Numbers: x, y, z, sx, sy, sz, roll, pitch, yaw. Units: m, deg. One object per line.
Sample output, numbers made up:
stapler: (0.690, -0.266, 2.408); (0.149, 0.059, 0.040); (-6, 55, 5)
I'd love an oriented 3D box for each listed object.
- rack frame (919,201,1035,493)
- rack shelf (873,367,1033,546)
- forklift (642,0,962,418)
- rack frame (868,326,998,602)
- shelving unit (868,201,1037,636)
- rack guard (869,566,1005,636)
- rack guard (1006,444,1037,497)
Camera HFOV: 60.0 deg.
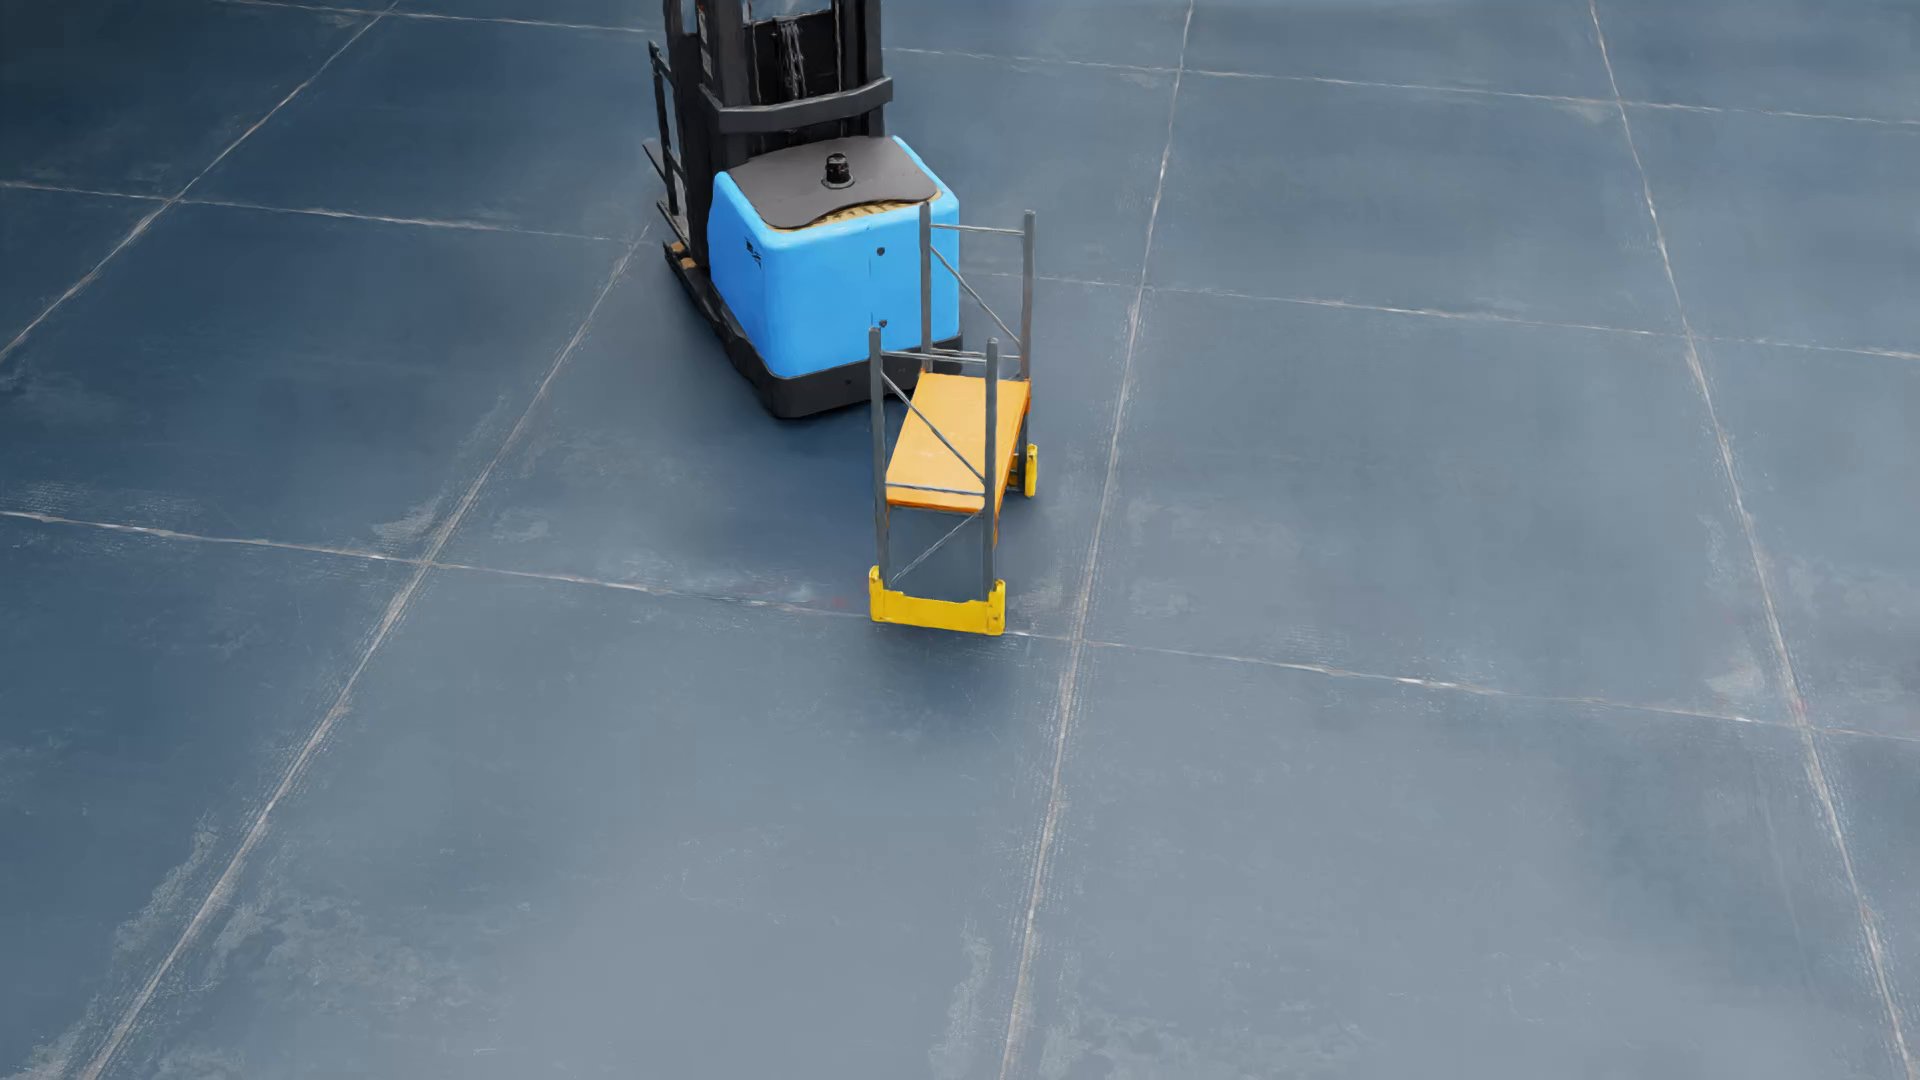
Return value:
rack frame: (0.073, -0.844, 7.593); (0.500, 1.500, 0.032); (6, 40, 8)
rack shelf: (-0.015, -0.386, 7.322); (0.538, 0.185, 1.000); (6, 40, 8)
forklift: (-1.059, -2.681, 8.693); (1.130, 2.935, 3.031); (-16, 42, -19)
rack frame: (-0.103, -0.205, 6.821); (0.500, 1.500, 0.032); (6, 40, 8)
shelving unit: (-0.013, -0.530, 7.214); (0.587, 1.500, 1.083); (6, 40, 8)
rack guard: (-0.099, 0.264, 7.234); (0.587, 0.250, 0.087); (6, 40, 8)
rack guard: (0.073, -0.361, 7.991); (0.587, 0.250, 0.087); (6, 40, 8)
